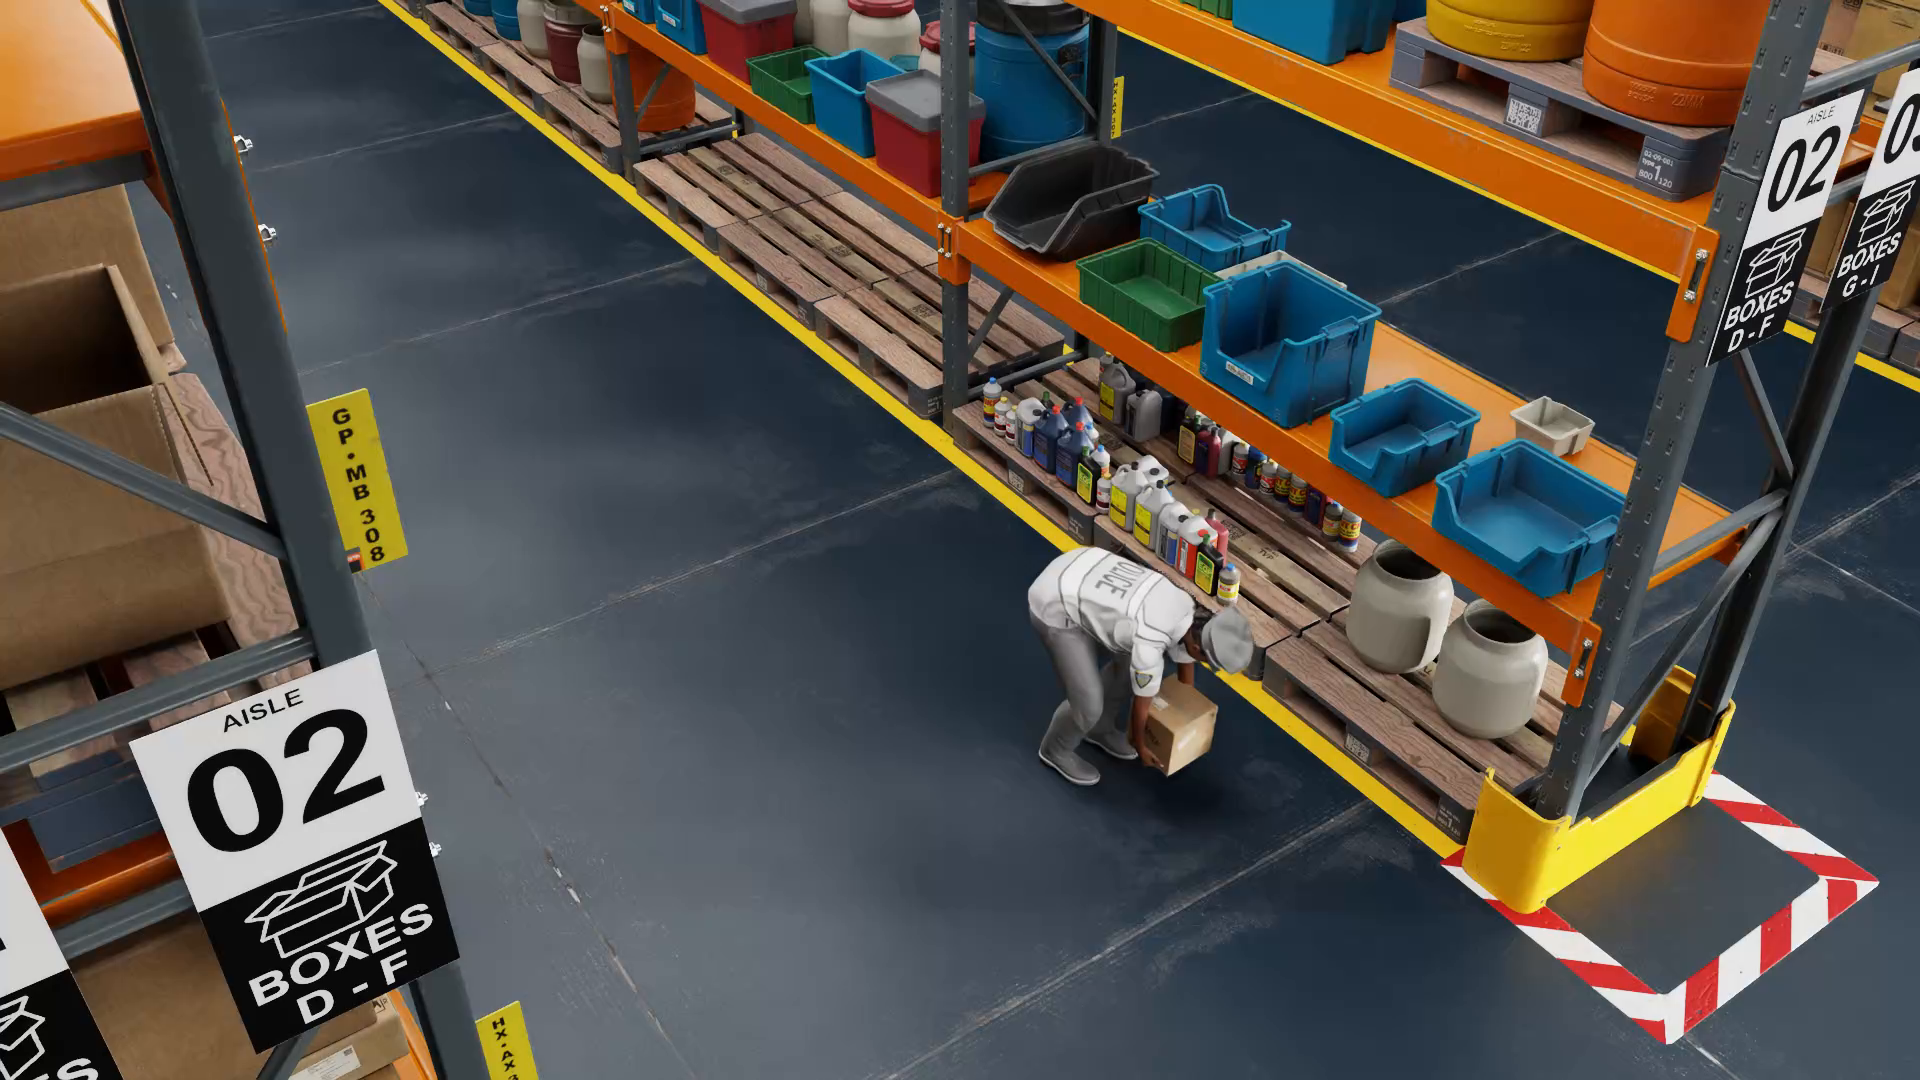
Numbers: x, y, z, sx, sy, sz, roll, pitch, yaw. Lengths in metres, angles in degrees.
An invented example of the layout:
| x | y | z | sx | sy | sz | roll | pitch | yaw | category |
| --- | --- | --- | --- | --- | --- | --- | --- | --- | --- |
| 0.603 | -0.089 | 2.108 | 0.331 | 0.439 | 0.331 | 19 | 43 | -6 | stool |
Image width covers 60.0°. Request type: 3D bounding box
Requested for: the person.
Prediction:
| x | y | z | sx | sy | sz | roll | pitch | yaw | category |
| --- | --- | --- | --- | --- | --- | --- | --- | --- | --- |
| 0.710 | 0.575 | 6.751 | 0.940 | 1.040 | 0.426 | 22 | 42 | 27 | person |
